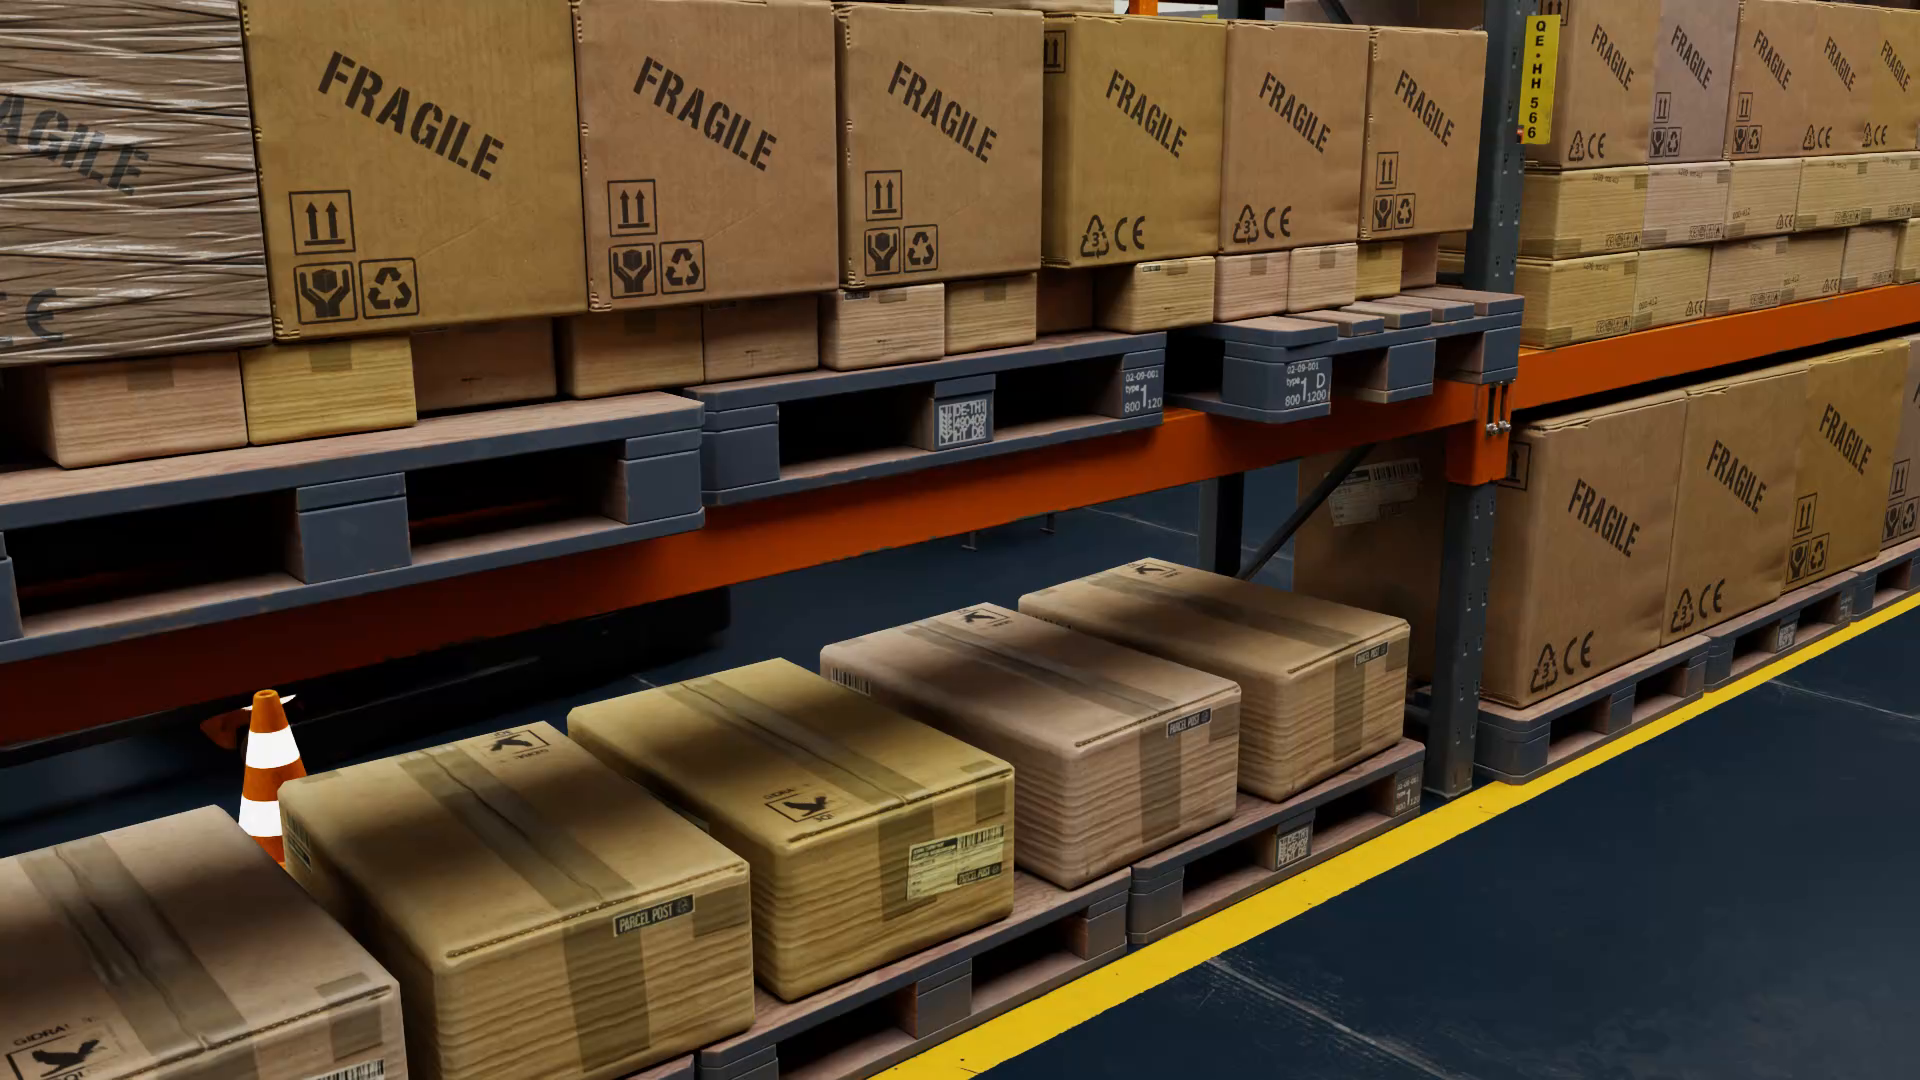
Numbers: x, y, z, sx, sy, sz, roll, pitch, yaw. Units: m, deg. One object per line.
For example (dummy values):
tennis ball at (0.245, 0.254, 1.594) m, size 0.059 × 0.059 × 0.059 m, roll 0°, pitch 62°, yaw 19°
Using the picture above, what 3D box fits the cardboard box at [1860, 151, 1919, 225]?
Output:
cardboard box at (3.235, -1.338, 6.268) m, size 0.500 × 0.250 × 0.500 m, roll -12°, pitch 19°, yaw -38°

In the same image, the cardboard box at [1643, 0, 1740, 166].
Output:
cardboard box at (2.050, -1.442, 5.203) m, size 0.500 × 0.500 × 0.500 m, roll -13°, pitch 19°, yaw -39°

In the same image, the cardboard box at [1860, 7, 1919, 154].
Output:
cardboard box at (3.214, -1.702, 6.177) m, size 0.500 × 0.500 × 0.500 m, roll -12°, pitch 19°, yaw -38°

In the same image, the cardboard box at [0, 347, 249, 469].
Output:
cardboard box at (-1.244, -0.224, 2.451) m, size 0.250 × 0.149 × 0.380 m, roll -12°, pitch 19°, yaw -39°

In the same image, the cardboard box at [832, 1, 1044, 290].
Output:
cardboard box at (-0.186, -0.784, 3.290) m, size 0.500 × 0.500 × 0.500 m, roll -14°, pitch 20°, yaw -42°

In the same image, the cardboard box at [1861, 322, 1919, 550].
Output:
cardboard box at (3.752, -0.522, 7.194) m, size 0.875 × 0.875 × 0.875 m, roll -12°, pitch 19°, yaw -38°

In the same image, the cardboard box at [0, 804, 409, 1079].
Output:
cardboard box at (-1.474, 0.867, 2.971) m, size 0.625 × 0.372 × 0.950 m, roll -12°, pitch 19°, yaw -39°

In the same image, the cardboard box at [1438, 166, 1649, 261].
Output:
cardboard box at (1.694, -0.995, 4.985) m, size 0.500 × 0.250 × 0.500 m, roll -13°, pitch 20°, yaw -40°

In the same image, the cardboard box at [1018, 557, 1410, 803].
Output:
cardboard box at (0.717, 0.372, 4.823) m, size 0.625 × 0.372 × 0.950 m, roll -14°, pitch 21°, yaw -43°

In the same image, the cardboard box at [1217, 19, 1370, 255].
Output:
cardboard box at (0.606, -0.962, 3.957) m, size 0.500 × 0.500 × 0.500 m, roll -13°, pitch 20°, yaw -40°

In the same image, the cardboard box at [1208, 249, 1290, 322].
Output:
cardboard box at (0.546, -0.617, 3.919) m, size 0.250 × 0.149 × 0.380 m, roll -14°, pitch 20°, yaw -42°

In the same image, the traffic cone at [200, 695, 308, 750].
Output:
traffic cone at (-2.289, 0.388, 5.399) m, size 0.334 × 0.463 × 0.336 m, roll -13°, pitch 19°, yaw -39°

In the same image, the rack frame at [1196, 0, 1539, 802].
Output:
rack frame at (1.150, -0.788, 4.889) m, size 0.127 × 3.000 × 1.000 m, roll -13°, pitch 19°, yaw -39°

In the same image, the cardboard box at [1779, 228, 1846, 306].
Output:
cardboard box at (2.829, -1.012, 6.018) m, size 0.500 × 0.250 × 0.500 m, roll -13°, pitch 19°, yaw -39°

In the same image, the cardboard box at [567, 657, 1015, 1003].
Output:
cardboard box at (-0.410, 0.626, 3.872) m, size 0.625 × 0.372 × 0.950 m, roll -12°, pitch 19°, yaw -38°

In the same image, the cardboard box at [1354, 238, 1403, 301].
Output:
cardboard box at (0.902, -0.709, 4.265) m, size 0.250 × 0.149 × 0.380 m, roll -12°, pitch 19°, yaw -39°

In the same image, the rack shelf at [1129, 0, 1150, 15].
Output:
rack shelf at (-0.667, -3.175, 9.407) m, size 4.000 × 0.370 × 1.077 m, roll -13°, pitch 19°, yaw -39°

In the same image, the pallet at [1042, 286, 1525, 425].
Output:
pallet at (0.682, -0.554, 4.384) m, size 1.003 × 0.211 × 1.213 m, roll -13°, pitch 19°, yaw -39°

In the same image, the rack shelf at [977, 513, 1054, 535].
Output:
rack shelf at (0.125, -0.353, 7.768) m, size 0.480 × 0.518 × 0.431 m, roll -13°, pitch 19°, yaw -39°

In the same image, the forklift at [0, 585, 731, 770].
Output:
forklift at (-2.254, -0.843, 5.227) m, size 1.130 × 2.935 × 3.031 m, roll 14°, pitch 20°, yaw 43°

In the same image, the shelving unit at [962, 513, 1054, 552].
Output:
shelving unit at (0.125, -1.042, 7.584) m, size 0.503 × 2.100 × 0.431 m, roll -13°, pitch 19°, yaw -39°

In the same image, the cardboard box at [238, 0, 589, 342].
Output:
cardboard box at (-0.948, -0.614, 2.653) m, size 0.500 × 0.500 × 0.500 m, roll -13°, pitch 19°, yaw -39°

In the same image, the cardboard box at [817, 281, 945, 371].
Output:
cardboard box at (-0.242, -0.440, 3.257) m, size 0.250 × 0.149 × 0.380 m, roll -12°, pitch 19°, yaw -37°

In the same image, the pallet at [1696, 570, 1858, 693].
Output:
pallet at (2.714, 0.234, 6.464) m, size 1.213 × 0.211 × 1.003 m, roll -13°, pitch 19°, yaw -39°

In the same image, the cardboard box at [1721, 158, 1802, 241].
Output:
cardboard box at (2.469, -1.165, 5.619) m, size 0.500 × 0.250 × 0.500 m, roll -13°, pitch 20°, yaw -40°

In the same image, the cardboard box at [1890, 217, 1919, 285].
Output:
cardboard box at (3.609, -1.182, 6.655) m, size 0.500 × 0.250 × 0.500 m, roll -13°, pitch 20°, yaw -40°

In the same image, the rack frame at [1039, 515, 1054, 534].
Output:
rack frame at (0.309, -1.084, 7.739) m, size 0.015 × 2.100 × 0.400 m, roll -13°, pitch 19°, yaw -39°

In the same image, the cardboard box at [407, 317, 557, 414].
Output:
cardboard box at (-0.886, -0.328, 2.838) m, size 0.250 × 0.149 × 0.380 m, roll -11°, pitch 19°, yaw -36°

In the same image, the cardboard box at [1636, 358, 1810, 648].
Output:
cardboard box at (2.401, -0.216, 6.049) m, size 0.875 × 0.875 × 0.875 m, roll -12°, pitch 19°, yaw -39°

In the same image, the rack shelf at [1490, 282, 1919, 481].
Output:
rack shelf at (2.658, -0.780, 6.250) m, size 4.000 × 0.370 × 1.077 m, roll -13°, pitch 19°, yaw -39°

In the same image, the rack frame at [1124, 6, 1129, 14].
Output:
rack frame at (0.842, -2.413, 10.969) m, size 0.127 × 3.000 × 1.000 m, roll -13°, pitch 19°, yaw -39°

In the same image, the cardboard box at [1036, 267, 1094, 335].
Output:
cardboard box at (0.076, -0.549, 3.666) m, size 0.250 × 0.149 × 0.380 m, roll -12°, pitch 19°, yaw -39°

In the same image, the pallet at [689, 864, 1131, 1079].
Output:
pallet at (-0.361, 0.897, 3.985) m, size 1.213 × 0.211 × 1.003 m, roll -13°, pitch 19°, yaw -39°

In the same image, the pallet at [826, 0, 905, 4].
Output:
pallet at (-0.794, -5.144, 15.554) m, size 1.213 × 0.211 × 1.003 m, roll -13°, pitch 19°, yaw -39°

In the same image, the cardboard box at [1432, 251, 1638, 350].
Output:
cardboard box at (1.684, -0.750, 5.035) m, size 0.500 × 0.250 × 0.500 m, roll -13°, pitch 20°, yaw -40°
